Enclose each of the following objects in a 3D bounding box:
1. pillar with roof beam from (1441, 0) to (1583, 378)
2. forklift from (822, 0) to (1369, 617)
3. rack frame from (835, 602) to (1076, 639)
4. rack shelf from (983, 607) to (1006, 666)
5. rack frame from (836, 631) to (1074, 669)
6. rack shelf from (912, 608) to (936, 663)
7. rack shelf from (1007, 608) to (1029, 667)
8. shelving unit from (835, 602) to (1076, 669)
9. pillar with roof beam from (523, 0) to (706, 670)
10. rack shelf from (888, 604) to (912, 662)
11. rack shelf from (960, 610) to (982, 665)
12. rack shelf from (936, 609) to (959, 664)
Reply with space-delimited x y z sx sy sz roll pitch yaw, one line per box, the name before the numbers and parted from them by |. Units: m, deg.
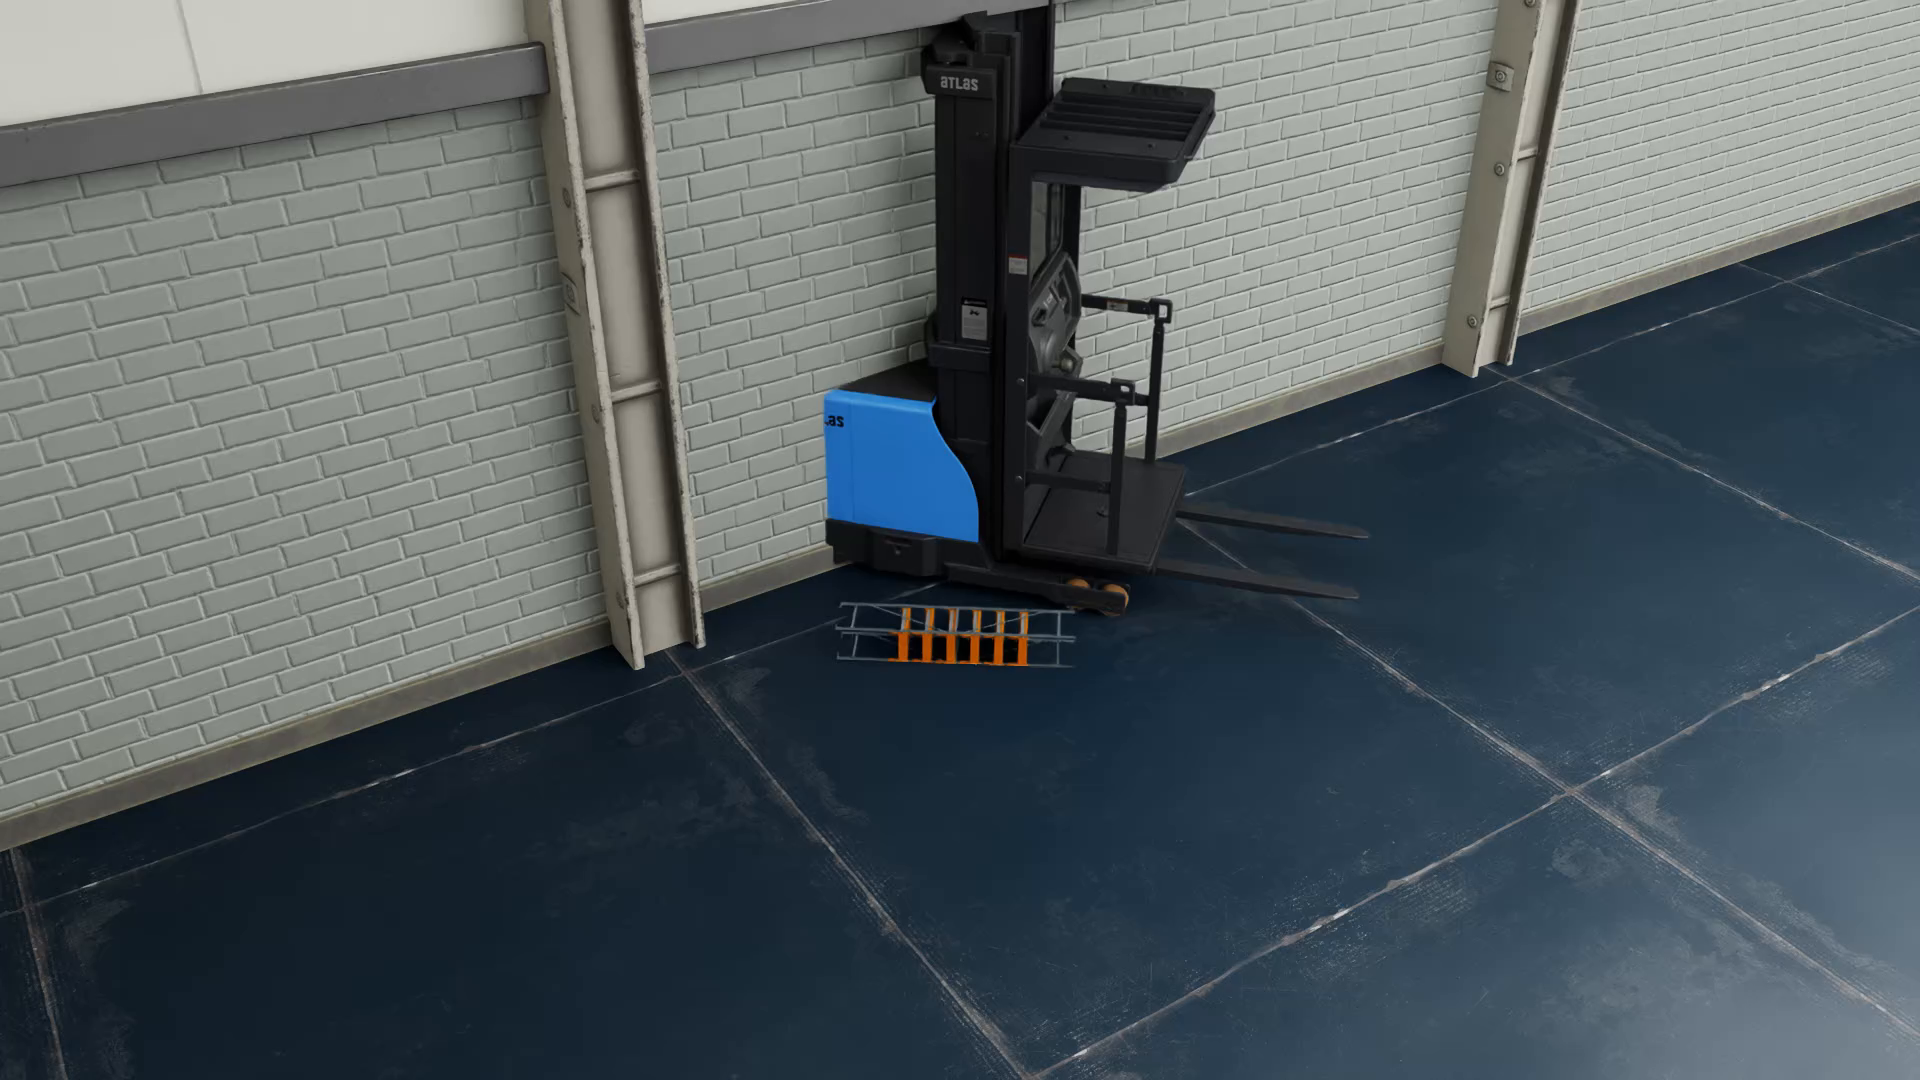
pillar with roof beam | 5.828 -3.082 5.823 0.400 9.000 9.100 -19 37 -27
forklift | 0.674 -1.154 8.454 3.031 2.935 1.130 9 33 14
rack frame | -0.018 0.404 8.376 1.200 0.006 0.240 2 32 3
rack shelf | 0.177 0.489 8.416 0.103 0.180 0.258 2 32 3
rack frame | -0.019 0.559 8.473 1.200 0.006 0.240 2 32 3
rack shelf | -0.182 0.476 8.432 0.103 0.180 0.258 2 32 3
rack shelf | 0.297 0.493 8.410 0.103 0.180 0.258 2 32 3
shelving unit | -0.018 0.482 8.424 1.200 0.189 0.258 2 32 3
pillar with roof beam | 0.785 -1.348 3.074 0.400 9.000 9.100 -19 37 -27
rack shelf | -0.302 0.472 8.437 0.103 0.180 0.258 2 32 3
rack shelf | 0.057 0.484 8.421 0.103 0.180 0.258 2 32 3
rack shelf | -0.063 0.480 8.426 0.103 0.180 0.258 2 32 3
